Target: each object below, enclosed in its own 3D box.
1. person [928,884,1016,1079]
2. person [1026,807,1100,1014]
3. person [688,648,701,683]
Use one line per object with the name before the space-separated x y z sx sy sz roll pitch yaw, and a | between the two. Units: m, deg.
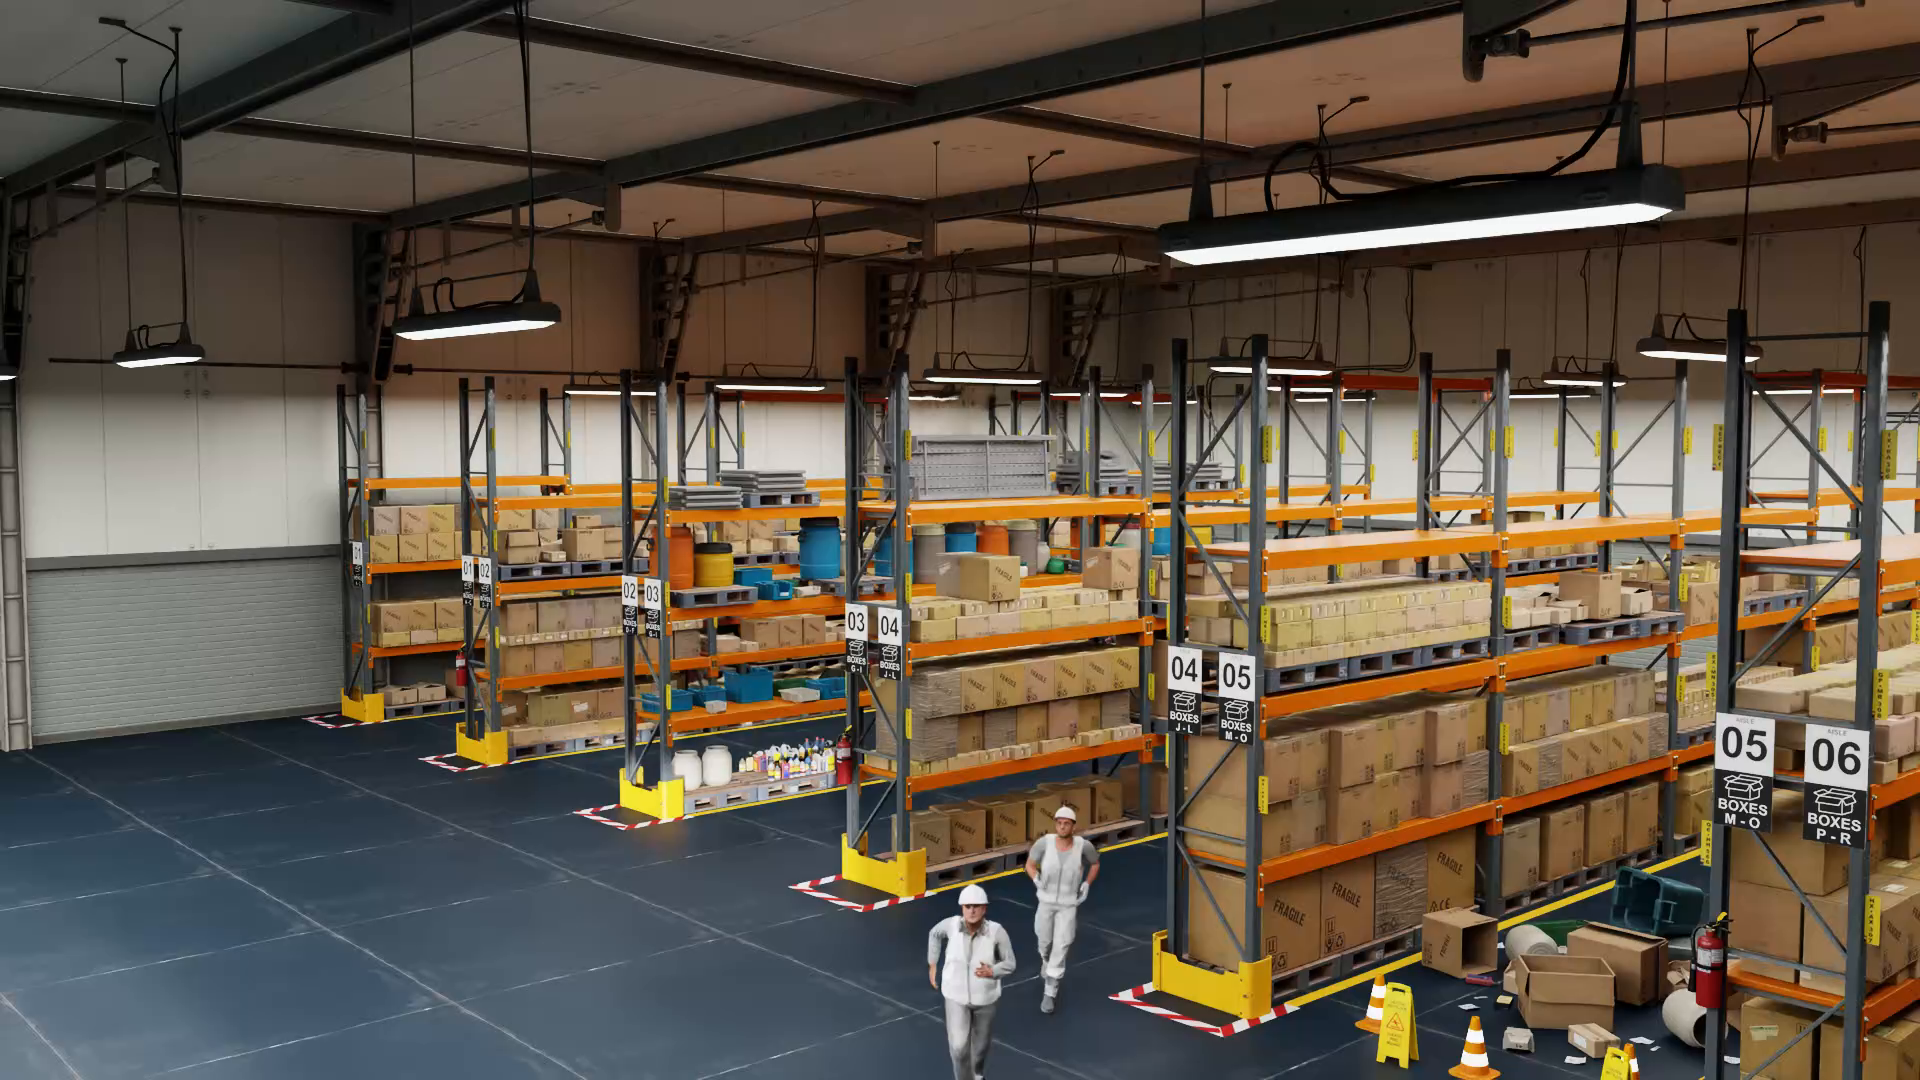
person | 0.089 3.463 12.546 0.679 1.809 0.846 0 4 4
person | 0.923 3.288 15.080 0.666 1.786 0.889 1 4 11
person | -4.900 2.328 30.564 0.962 1.655 0.582 -3 5 -40
